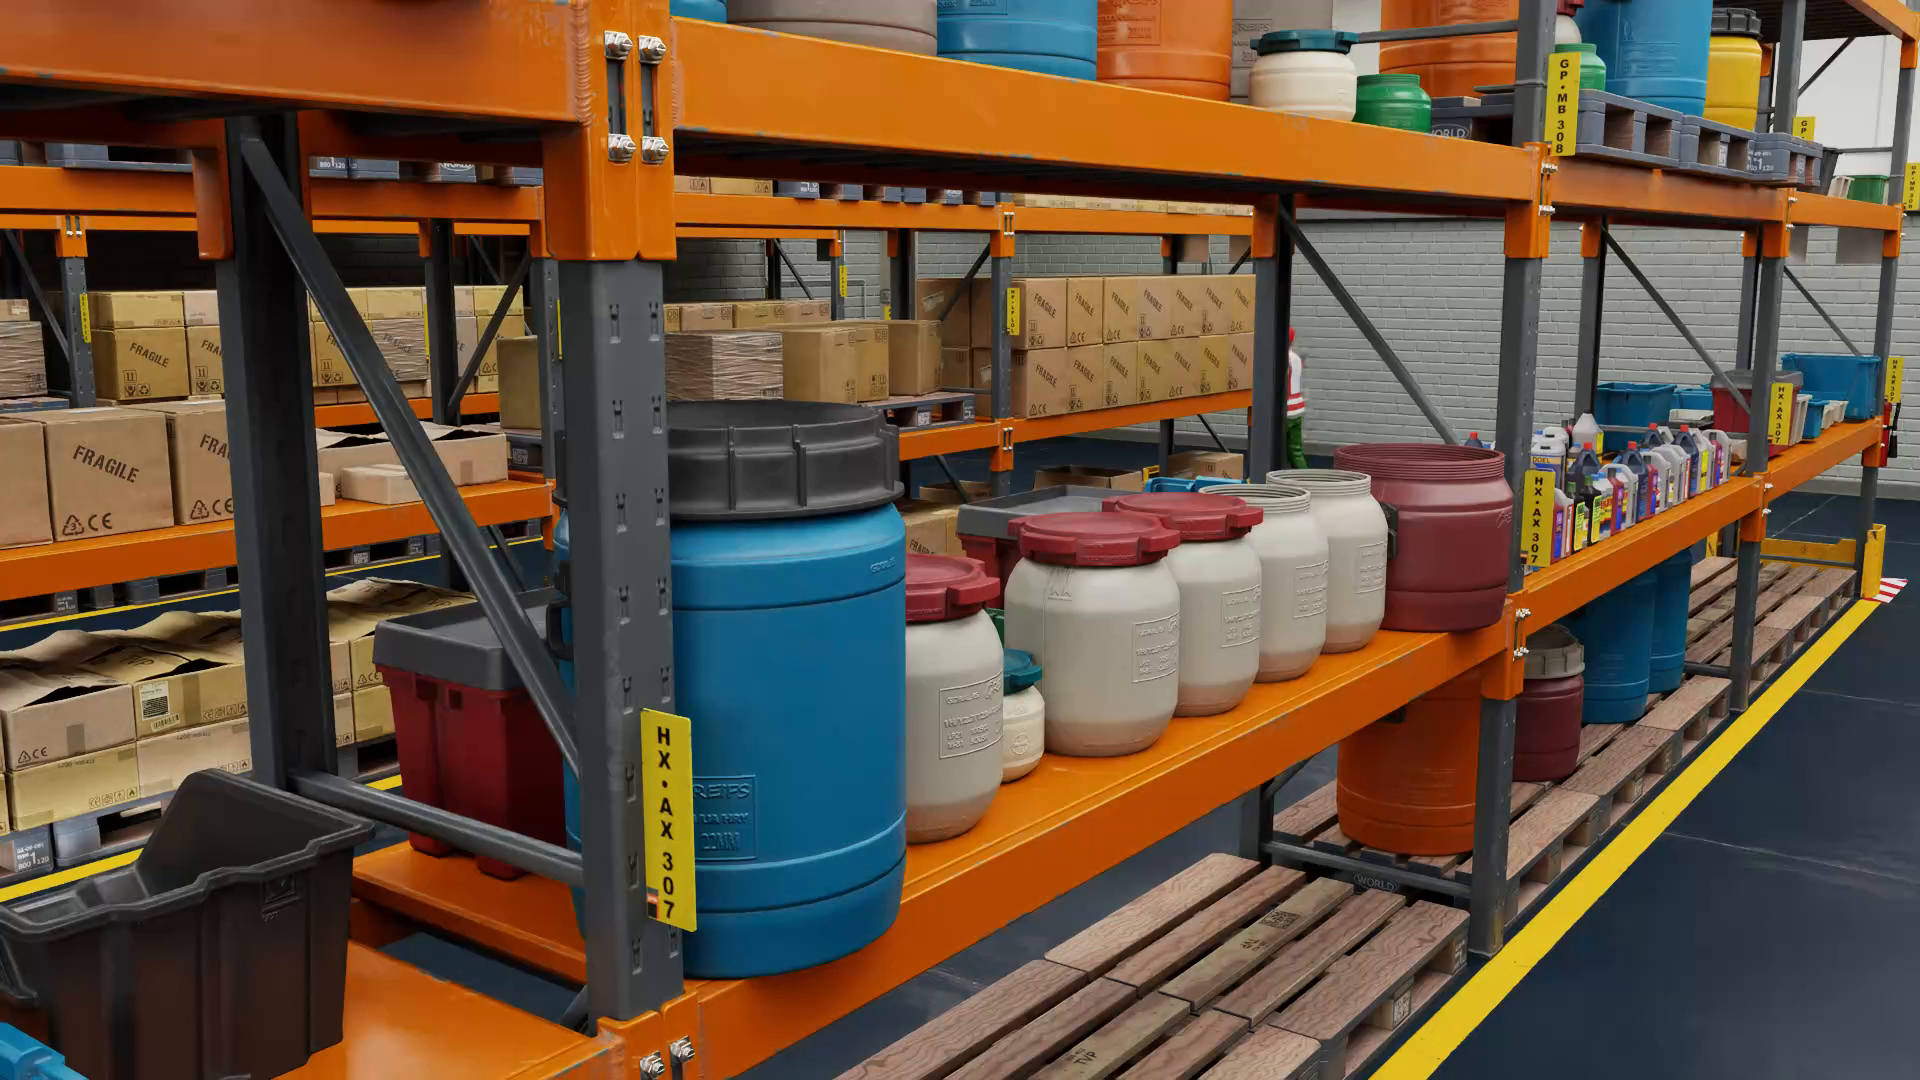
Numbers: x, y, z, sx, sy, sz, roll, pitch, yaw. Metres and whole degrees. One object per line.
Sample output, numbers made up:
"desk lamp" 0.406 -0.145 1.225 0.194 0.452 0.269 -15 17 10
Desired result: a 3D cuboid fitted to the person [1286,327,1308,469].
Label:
"person" 3.154 -1.178 16.207 0.559 1.830 0.667 7 12 35
